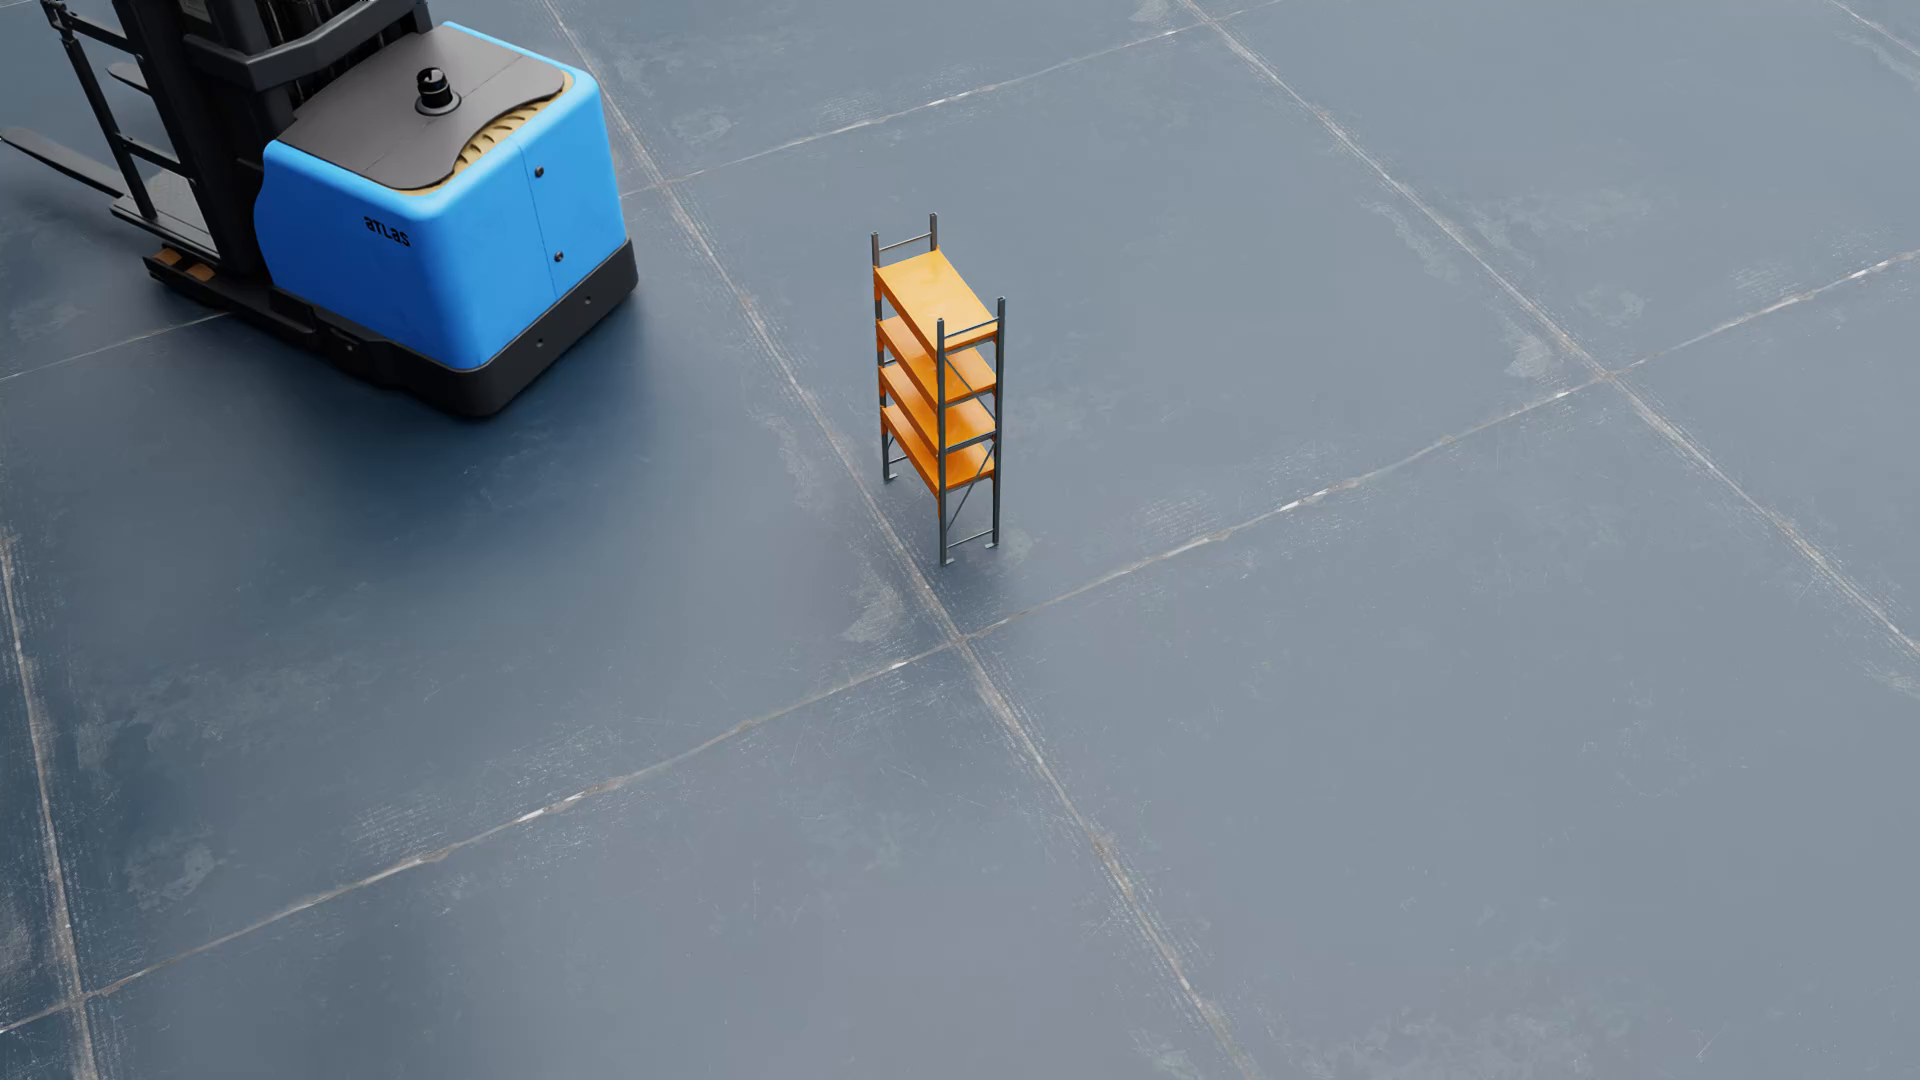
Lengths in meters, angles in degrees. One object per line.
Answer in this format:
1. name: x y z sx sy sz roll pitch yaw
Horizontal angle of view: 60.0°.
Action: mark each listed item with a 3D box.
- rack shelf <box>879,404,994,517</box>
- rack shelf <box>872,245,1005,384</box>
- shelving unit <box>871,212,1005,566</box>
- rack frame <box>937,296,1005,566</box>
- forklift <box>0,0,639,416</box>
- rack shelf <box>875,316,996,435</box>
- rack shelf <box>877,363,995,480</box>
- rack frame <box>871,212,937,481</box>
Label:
1. rack shelf: -0.076 -0.331 6.095 0.258 0.148 0.480 -21 52 -18
2. rack shelf: -0.076 -0.765 5.599 0.258 0.148 0.480 -21 52 -18
3. shelving unit: -0.076 -0.506 5.895 0.258 1.200 0.503 -21 52 -18
4. rack frame: 0.036 -0.342 5.752 0.240 1.200 0.015 -21 52 -18
5. forklift: -2.907 -2.300 6.314 3.031 2.935 1.130 24 53 20
6. rack shelf: -0.076 -0.609 5.778 0.258 0.148 0.480 -21 52 -18
7. rack shelf: -0.076 -0.462 5.946 0.258 0.148 0.480 -21 52 -18
8. rack frame: -0.187 -0.669 6.038 0.240 1.200 0.015 -21 52 -18
